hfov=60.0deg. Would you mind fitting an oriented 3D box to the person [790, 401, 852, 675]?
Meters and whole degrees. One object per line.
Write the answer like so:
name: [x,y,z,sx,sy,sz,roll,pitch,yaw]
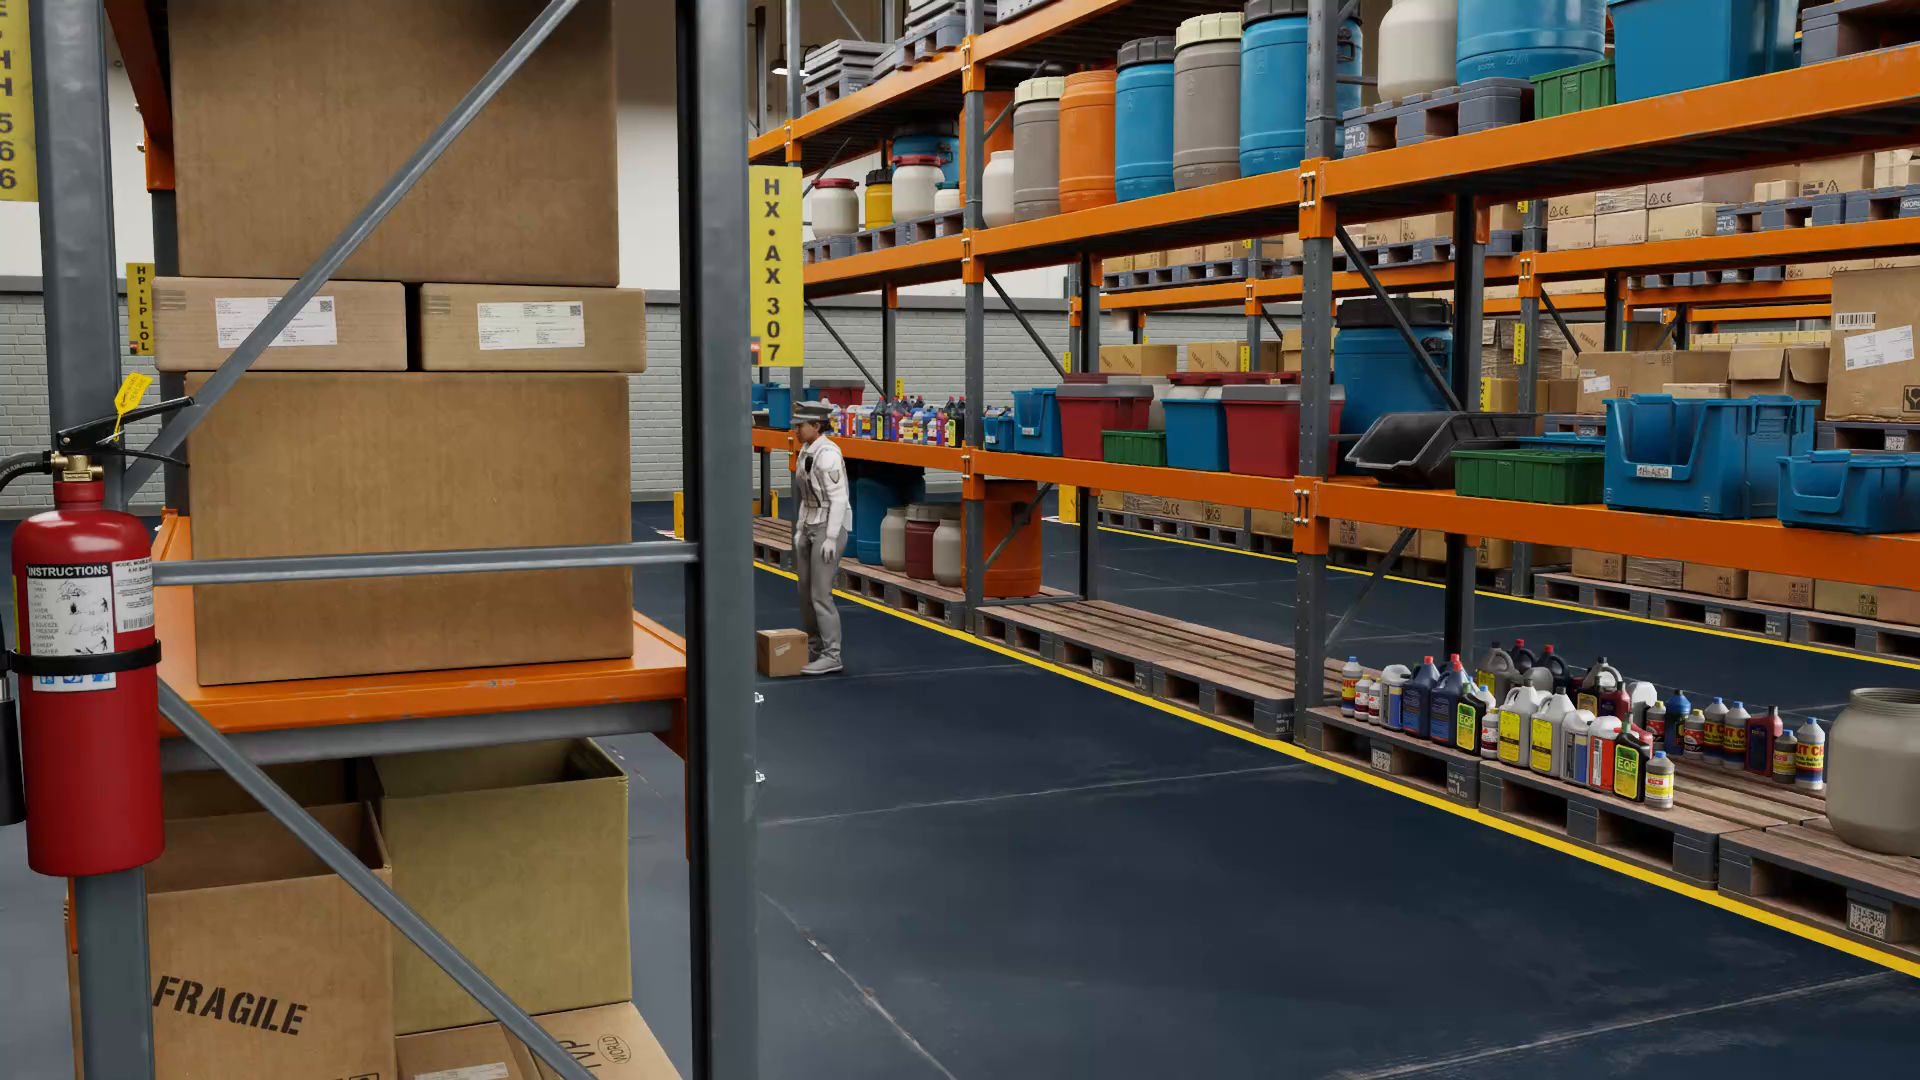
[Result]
person: [-0.868,-0.022,10.220,0.376,1.662,0.542,-3,6,-27]
